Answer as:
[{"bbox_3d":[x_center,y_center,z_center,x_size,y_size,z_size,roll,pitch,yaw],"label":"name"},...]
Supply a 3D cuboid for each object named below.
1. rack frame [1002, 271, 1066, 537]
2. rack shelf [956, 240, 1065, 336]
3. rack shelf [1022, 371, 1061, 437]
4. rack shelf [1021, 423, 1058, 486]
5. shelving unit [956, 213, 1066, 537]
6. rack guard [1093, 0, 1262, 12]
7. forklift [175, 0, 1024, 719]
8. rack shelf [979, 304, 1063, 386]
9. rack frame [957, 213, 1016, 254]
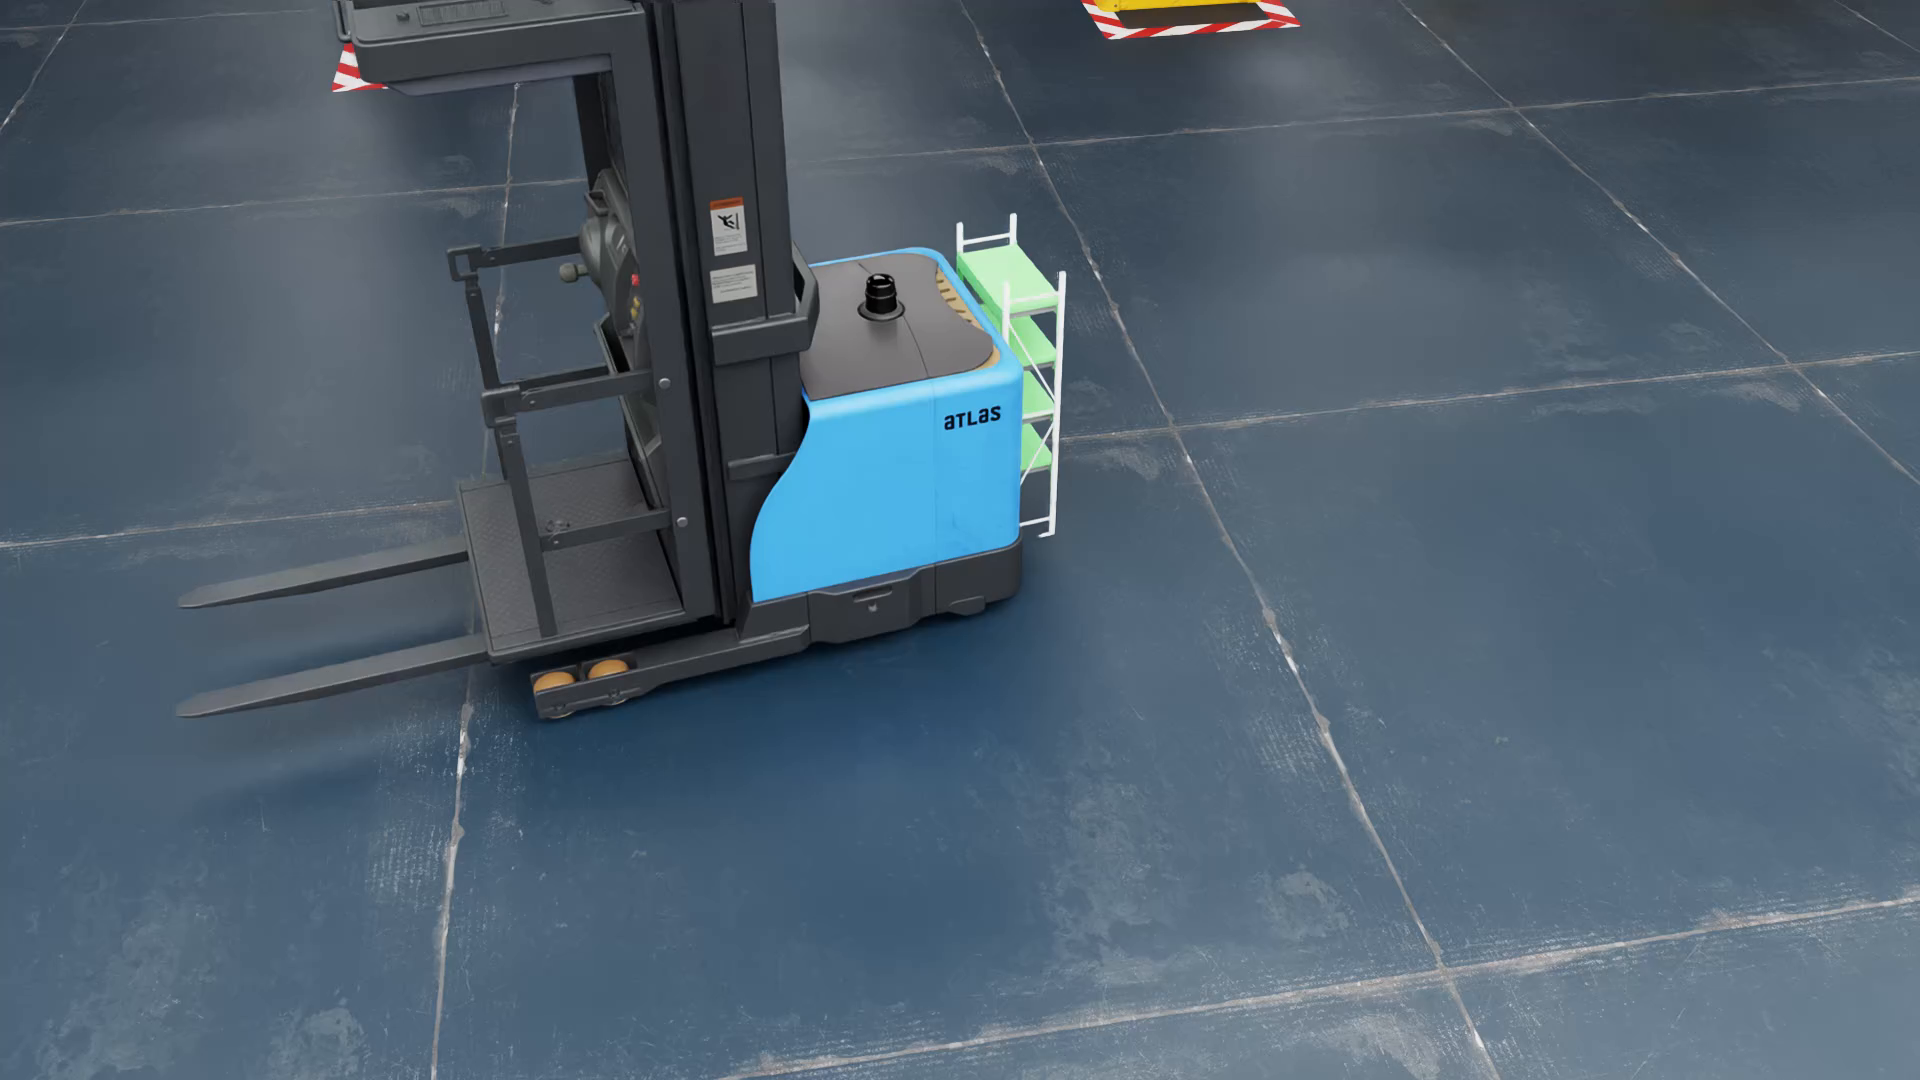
[{"bbox_3d":[0.270,-0.476,6.384,0.240,1.200,0.015,-13,40,-16],"label":"rack frame"},{"bbox_3d":[0.186,-0.945,6.310,0.258,0.148,0.480,-13,40,-16],"label":"rack shelf"},{"bbox_3d":[0.186,-0.566,6.605,0.258,0.148,0.480,-13,40,-16],"label":"rack shelf"},{"bbox_3d":[0.186,-0.376,6.752,0.258,0.148,0.480,-13,40,-16],"label":"rack shelf"},{"bbox_3d":[0.186,-0.616,6.565,0.258,1.200,0.503,-13,40,-16],"label":"shelving unit"},{"bbox_3d":[1.517,-3.985,11.472,1.175,0.500,0.348,-6,38,-8],"label":"rack guard"},{"bbox_3d":[-1.336,-0.889,5.505,3.031,2.935,1.130,-12,40,-15],"label":"forklift"},{"bbox_3d":[0.186,-0.755,6.457,0.258,0.148,0.480,-13,40,-16],"label":"rack shelf"},{"bbox_3d":[0.103,-0.757,6.746,0.240,1.200,0.015,-13,40,-16],"label":"rack frame"}]
